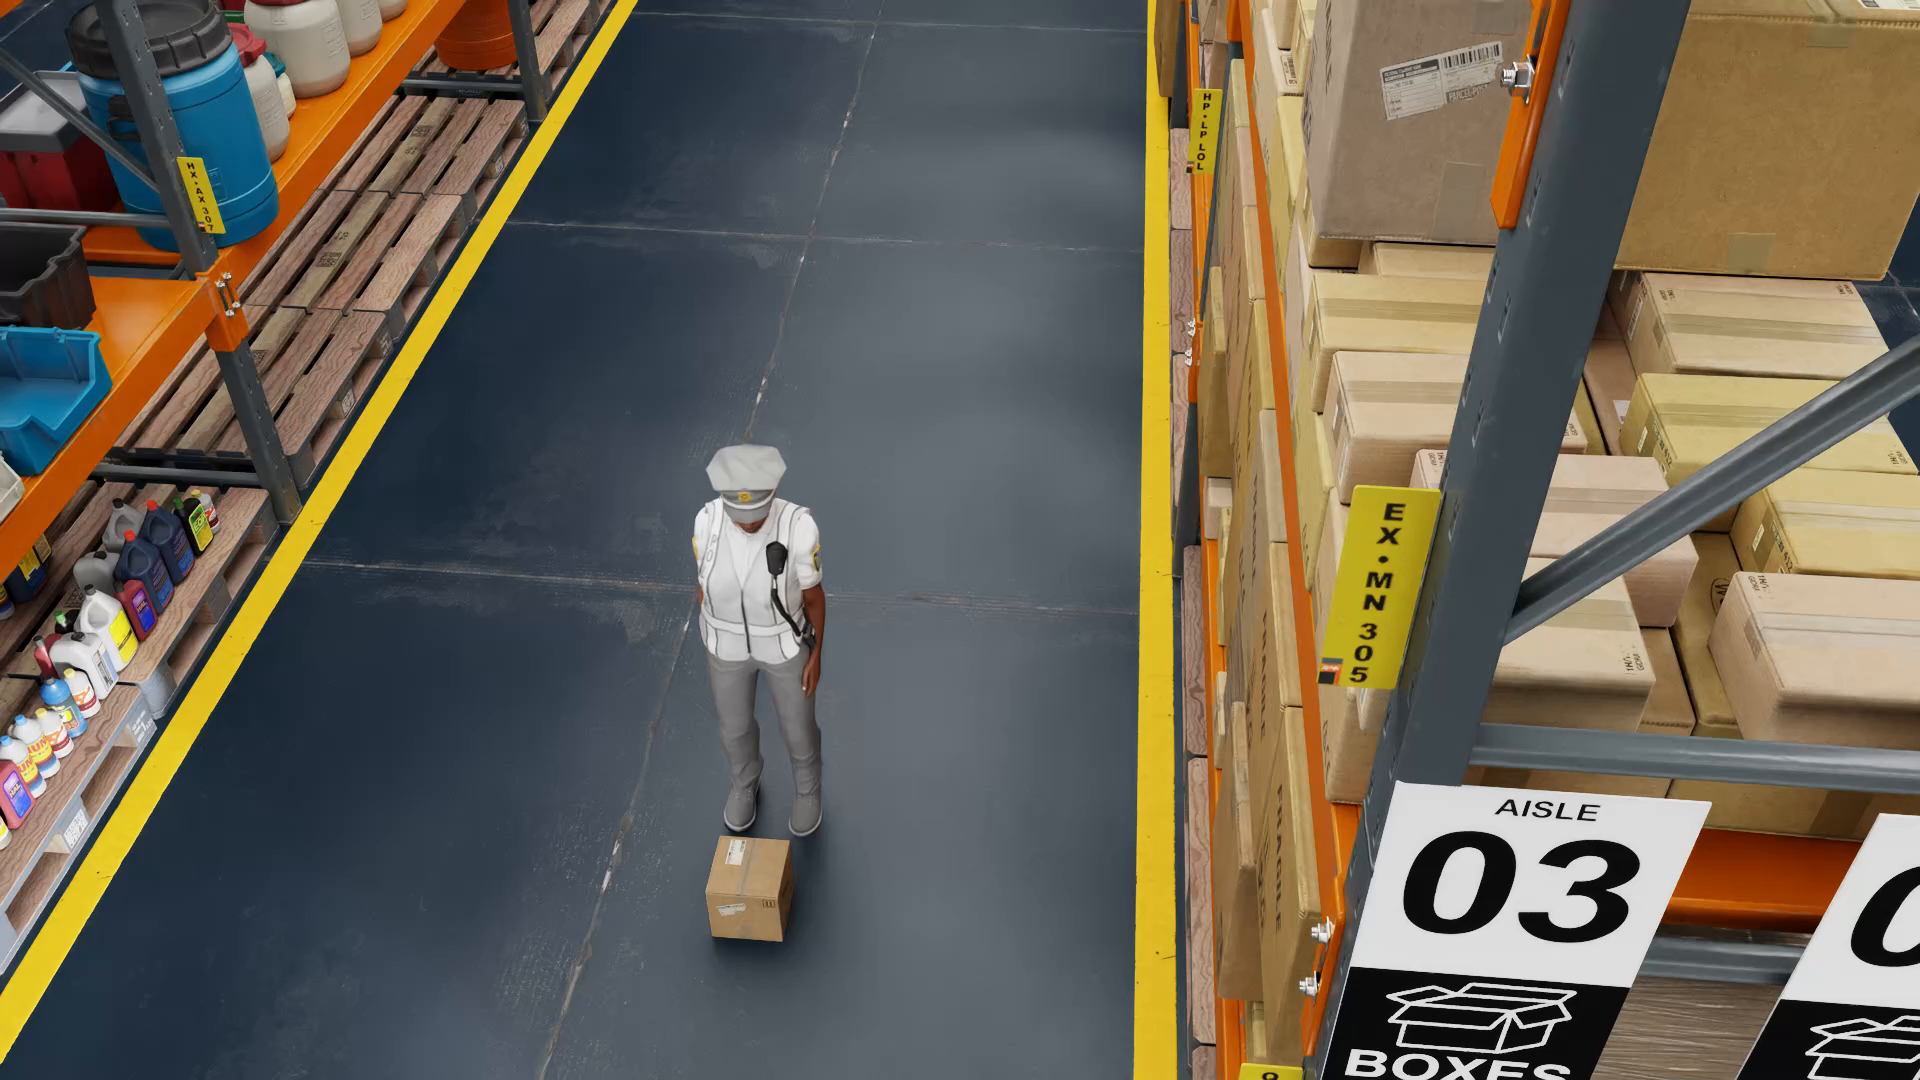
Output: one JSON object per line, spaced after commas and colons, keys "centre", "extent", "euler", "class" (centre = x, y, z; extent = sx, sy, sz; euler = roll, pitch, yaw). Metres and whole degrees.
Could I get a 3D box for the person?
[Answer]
{"centre": [-0.670, 0.371, 5.734], "extent": [0.440, 1.659, 0.337], "euler": [4, 40, 5], "class": "person"}
